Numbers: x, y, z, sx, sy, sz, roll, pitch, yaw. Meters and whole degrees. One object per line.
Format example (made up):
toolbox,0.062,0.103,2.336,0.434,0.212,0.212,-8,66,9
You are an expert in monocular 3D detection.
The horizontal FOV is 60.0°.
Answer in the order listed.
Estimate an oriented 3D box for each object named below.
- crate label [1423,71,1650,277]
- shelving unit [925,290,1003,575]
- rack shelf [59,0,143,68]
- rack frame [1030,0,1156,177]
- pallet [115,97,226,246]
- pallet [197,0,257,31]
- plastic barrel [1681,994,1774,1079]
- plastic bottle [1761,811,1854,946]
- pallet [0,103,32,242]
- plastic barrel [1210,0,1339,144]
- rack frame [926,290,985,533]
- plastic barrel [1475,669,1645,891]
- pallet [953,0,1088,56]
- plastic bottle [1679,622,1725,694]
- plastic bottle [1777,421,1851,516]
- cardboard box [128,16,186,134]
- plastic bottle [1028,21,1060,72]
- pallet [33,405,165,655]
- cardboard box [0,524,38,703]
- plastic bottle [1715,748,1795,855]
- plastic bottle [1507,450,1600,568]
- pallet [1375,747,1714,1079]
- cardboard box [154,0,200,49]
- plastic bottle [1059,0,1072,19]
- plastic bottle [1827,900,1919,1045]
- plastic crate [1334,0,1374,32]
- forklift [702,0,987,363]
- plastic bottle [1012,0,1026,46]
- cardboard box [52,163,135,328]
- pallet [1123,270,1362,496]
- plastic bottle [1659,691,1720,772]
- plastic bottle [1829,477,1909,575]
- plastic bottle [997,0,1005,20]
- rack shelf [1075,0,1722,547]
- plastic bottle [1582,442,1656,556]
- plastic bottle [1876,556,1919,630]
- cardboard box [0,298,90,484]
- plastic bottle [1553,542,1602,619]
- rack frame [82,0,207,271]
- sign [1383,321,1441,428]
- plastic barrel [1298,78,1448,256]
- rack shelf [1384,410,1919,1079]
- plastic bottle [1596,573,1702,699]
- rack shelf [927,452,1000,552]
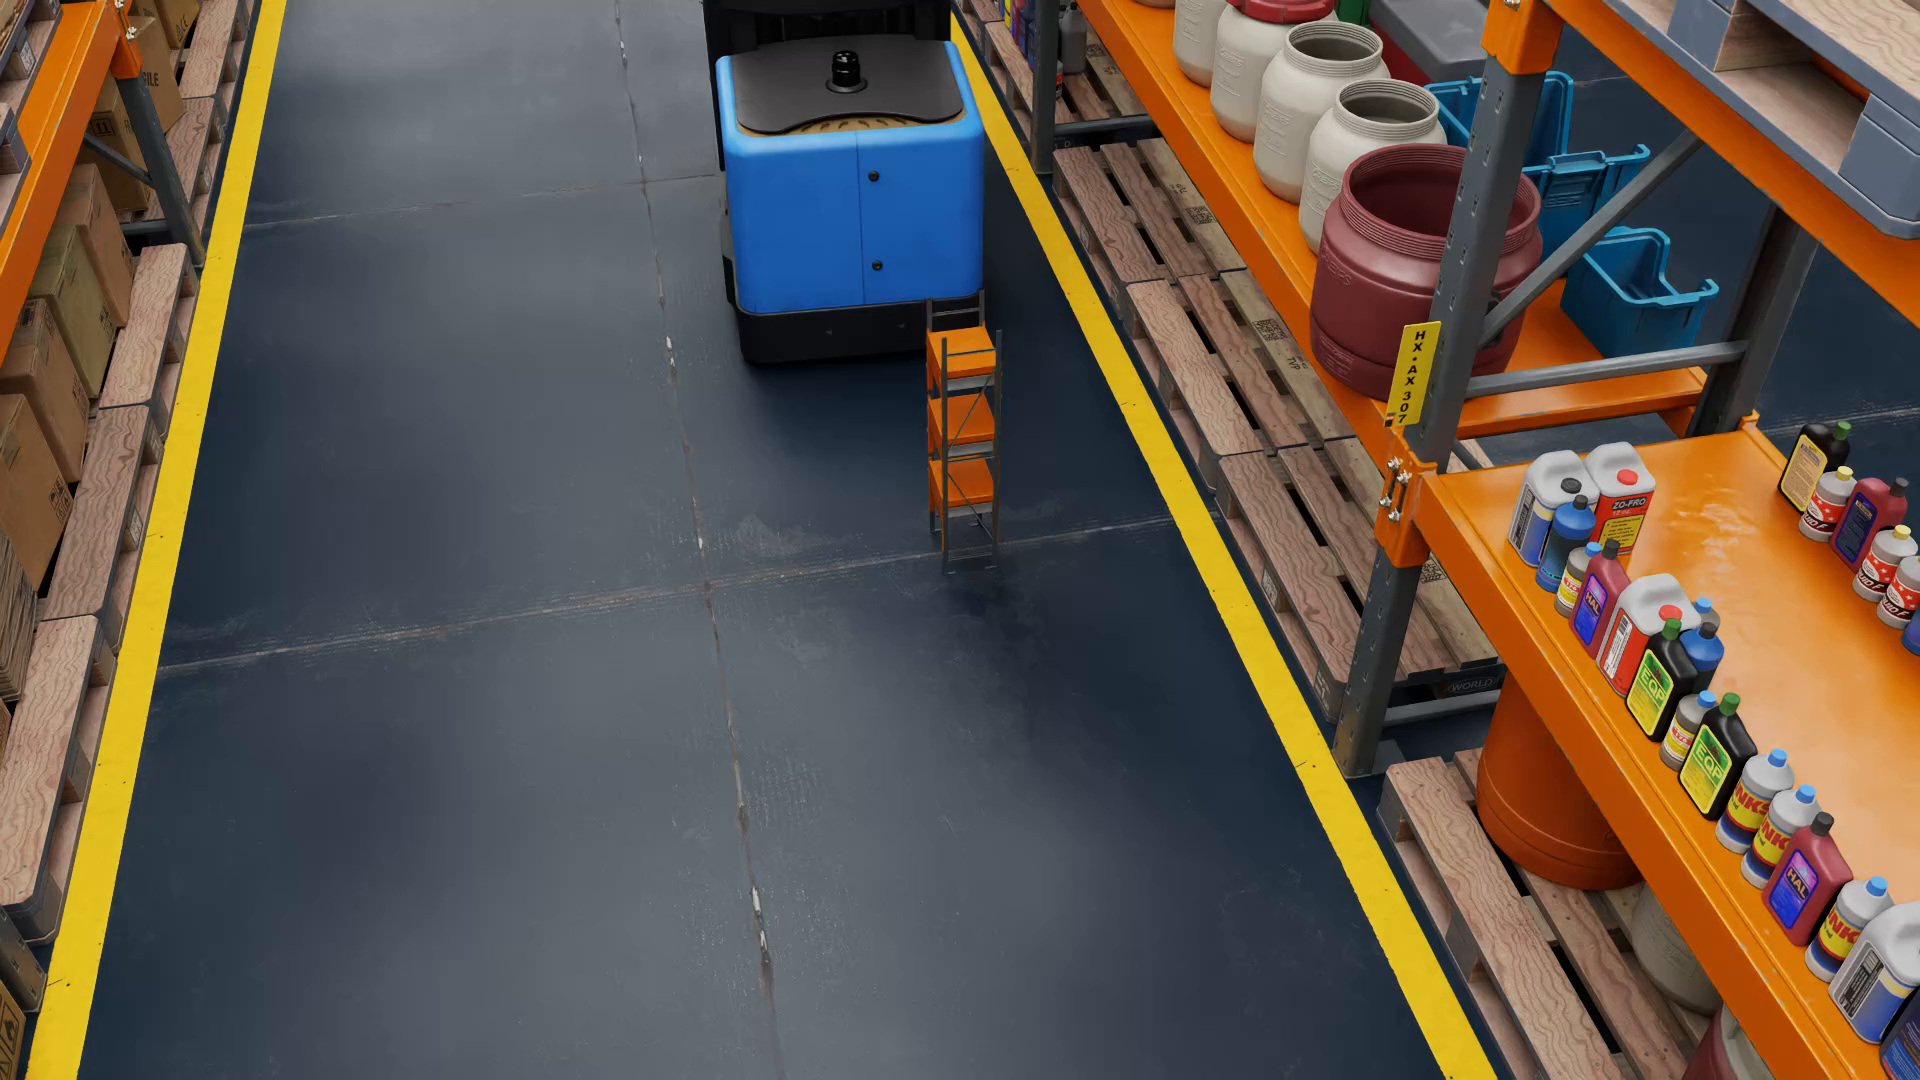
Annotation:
crate label,1.768,-1.148,5.258,0.502,0.435,0.616,-8,42,-9
shelving unit,0.012,-0.358,5.862,0.215,1.050,0.252,-8,42,-9
rack shelf,-4.413,-3.363,8.321,1.077,0.370,4.000,-8,42,-9
rack frame,0.854,-3.045,7.421,1.000,3.000,0.127,-8,42,-9
pallet,-4.161,-1.723,8.032,1.003,0.211,1.213,-8,42,-9
pallet,-4.688,-3.305,9.814,1.003,0.211,1.213,-8,42,-9
plastic barrel,2.084,1.339,3.982,0.600,0.588,0.708,-8,42,-9
plastic bottle,1.700,0.673,3.320,0.061,0.283,0.133,-8,42,-9
pallet,-3.586,-0.948,5.203,1.003,0.211,1.213,-8,42,-9
plastic barrel,1.099,-1.689,5.790,0.433,0.535,0.433,0,42,0
rack frame,-0.015,-0.437,5.951,0.200,1.050,0.008,-8,42,-9
plastic barrel,1.840,0.517,4.727,0.600,0.830,0.708,-8,42,-9
pallet,0.483,-3.236,9.737,1.003,0.211,1.213,-8,42,-9
plastic bottle,1.653,0.293,3.758,0.097,0.271,0.097,0,42,0
plastic bottle,2.222,-0.208,4.312,0.061,0.283,0.133,-8,42,-9
cardboard box,-4.160,-2.193,8.028,0.500,0.500,0.500,4,42,4
plastic bottle,0.434,-2.595,8.578,0.144,0.351,0.185,-9,42,-10
pallet,-3.545,0.004,6.086,1.003,0.211,1.213,-8,42,-9
cardboard box,-3.415,0.238,5.274,0.700,0.500,0.500,-12,43,-13
plastic bottle,1.672,0.537,3.482,0.097,0.271,0.097,0,42,0
plastic bottle,1.496,-0.079,4.173,0.152,0.276,0.135,-8,42,-9
pallet,1.929,1.095,4.857,1.003,0.211,1.213,-8,42,-9
cardboard box,-4.448,-2.952,8.883,0.500,0.500,0.500,-5,42,-5
plastic bottle,0.532,-2.729,8.785,0.152,0.276,0.135,-8,42,-9
plastic bottle,1.795,0.820,3.161,0.152,0.276,0.135,-8,42,-9
plastic crate,1.506,-1.878,6.265,0.450,0.188,0.662,-8,42,-9
forklift,-0.621,-2.820,7.219,1.130,2.935,3.031,-6,42,-7
plastic bottle,0.317,-2.794,8.853,0.061,0.283,0.133,-6,42,-6
cardboard box,-3.870,-1.164,6.854,0.700,0.500,0.500,-11,43,-13
pallet,1.329,-0.707,6.887,1.003,0.211,1.213,-8,42,-9
plastic bottle,1.623,0.414,3.674,0.097,0.201,0.097,0,42,0
plastic bottle,2.272,-0.058,4.144,0.061,0.283,0.133,-8,42,-9
plastic bottle,0.292,-3.007,9.098,0.152,0.276,0.135,-8,42,-8
rack shelf,1.286,-1.480,6.200,1.077,0.370,4.000,-8,42,-9
plastic bottle,1.644,-0.101,4.198,0.152,0.276,0.135,-8,42,-9
plastic bottle,2.300,0.113,4.013,0.097,0.201,0.097,0,42,0
cardboard box,-3.664,-0.490,6.094,0.700,0.500,0.500,-12,43,-13
plastic bottle,1.515,0.091,4.038,0.097,0.201,0.097,0,42,0
rack frame,-3.982,-2.336,6.622,1.000,3.000,0.127,-8,42,-9
sign,1.182,-0.430,4.352,0.100,0.325,0.005,-8,42,-9
plastic barrel,1.287,-1.131,5.180,0.421,0.512,0.421,0,42,0
rack shelf,2.150,1.113,3.279,1.077,0.370,4.000,-8,42,-9
plastic bottle,1.596,0.221,3.835,0.152,0.276,0.135,-8,42,-9
rack shelf,0.012,-0.142,6.054,0.215,0.259,0.240,-8,42,-9
